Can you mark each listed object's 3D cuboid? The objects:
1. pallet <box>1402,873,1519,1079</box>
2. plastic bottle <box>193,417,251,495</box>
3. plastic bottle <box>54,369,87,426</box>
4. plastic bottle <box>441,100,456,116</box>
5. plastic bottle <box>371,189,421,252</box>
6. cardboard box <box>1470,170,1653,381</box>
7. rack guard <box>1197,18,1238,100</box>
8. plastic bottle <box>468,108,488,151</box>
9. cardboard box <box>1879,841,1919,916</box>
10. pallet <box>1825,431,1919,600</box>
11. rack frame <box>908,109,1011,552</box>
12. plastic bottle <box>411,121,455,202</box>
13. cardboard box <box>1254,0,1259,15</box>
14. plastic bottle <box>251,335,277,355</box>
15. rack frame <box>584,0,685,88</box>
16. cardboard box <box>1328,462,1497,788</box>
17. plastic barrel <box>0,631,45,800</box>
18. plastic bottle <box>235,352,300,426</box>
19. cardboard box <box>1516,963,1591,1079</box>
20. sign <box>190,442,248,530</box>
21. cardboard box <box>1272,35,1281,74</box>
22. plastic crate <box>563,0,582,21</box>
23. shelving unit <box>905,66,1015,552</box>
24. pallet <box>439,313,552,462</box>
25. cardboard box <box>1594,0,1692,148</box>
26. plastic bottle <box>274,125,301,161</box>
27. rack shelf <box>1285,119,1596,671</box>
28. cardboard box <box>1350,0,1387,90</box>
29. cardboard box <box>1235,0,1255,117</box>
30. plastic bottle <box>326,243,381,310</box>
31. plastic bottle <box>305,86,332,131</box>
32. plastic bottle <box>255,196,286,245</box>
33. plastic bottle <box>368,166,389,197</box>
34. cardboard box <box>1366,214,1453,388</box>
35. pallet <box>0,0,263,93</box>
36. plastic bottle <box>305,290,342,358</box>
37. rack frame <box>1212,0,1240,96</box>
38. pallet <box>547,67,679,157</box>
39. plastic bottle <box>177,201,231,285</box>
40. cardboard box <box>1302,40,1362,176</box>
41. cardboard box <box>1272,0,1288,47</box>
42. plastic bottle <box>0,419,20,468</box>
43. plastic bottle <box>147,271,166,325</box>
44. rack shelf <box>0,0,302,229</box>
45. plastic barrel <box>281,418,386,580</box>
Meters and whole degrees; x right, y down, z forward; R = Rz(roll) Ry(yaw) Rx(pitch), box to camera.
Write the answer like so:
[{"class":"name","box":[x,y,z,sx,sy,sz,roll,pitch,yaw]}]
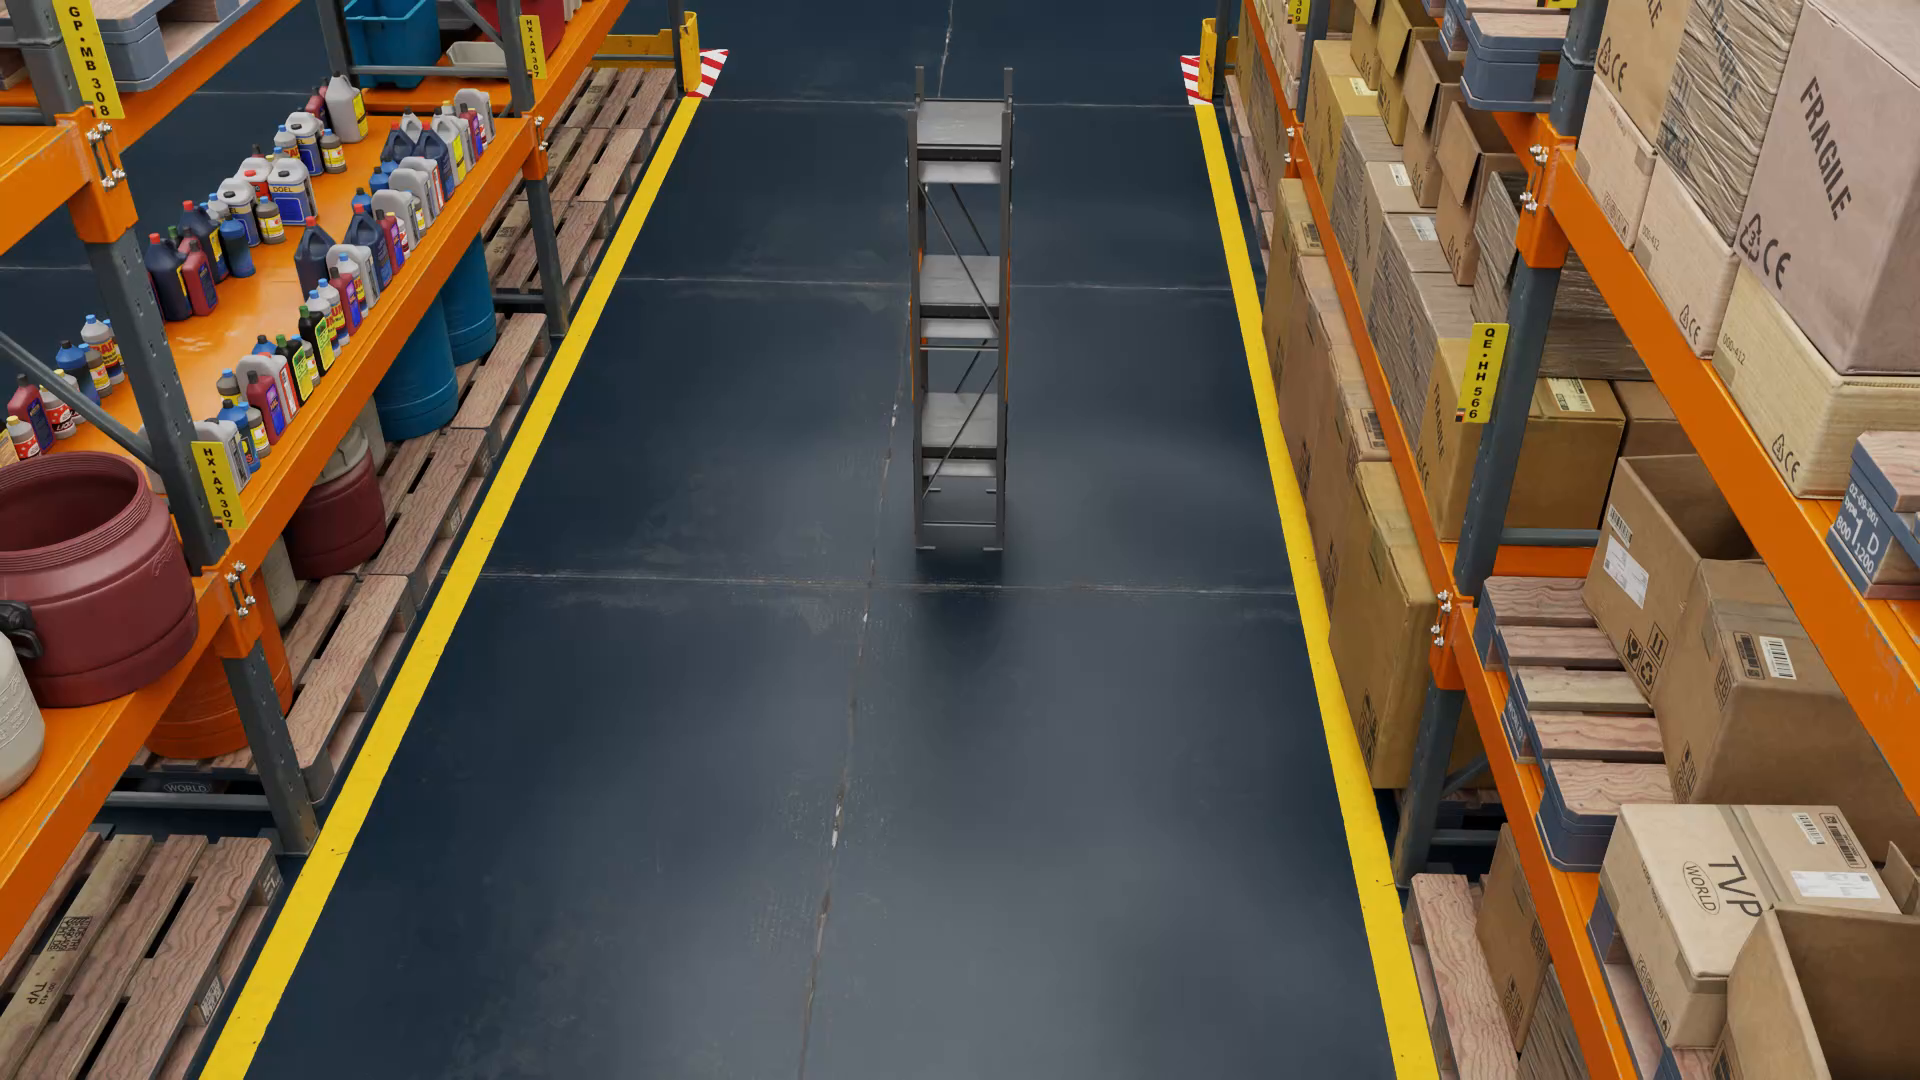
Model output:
[{"class":"pallet","box":[2.033,1.593,5.299,1.003,0.211,1.213,1,35,2]},{"class":"plastic bottle","box":[-2.543,-0.301,5.678,0.152,0.276,0.135,1,35,2]},{"class":"plastic bottle","box":[-3.257,-0.526,6.063,0.097,0.201,0.097,0,35,0]},{"class":"plastic bottle","box":[-2.541,-2.086,8.282,0.097,0.201,0.097,0,35,0]},{"class":"plastic bottle","box":[-2.465,-1.414,7.261,0.152,0.276,0.135,1,35,2]},{"class":"cardboard box","box":[2.112,-0.867,5.416,0.797,0.503,0.637,2,35,3]},{"class":"rack guard","box":[2.388,-3.584,12.415,1.175,0.500,0.348,1,35,2]},{"class":"plastic bottle","box":[-2.392,-2.027,8.198,0.097,0.201,0.097,0,35,0]},{"class":"cardboard box","box":[2.269,0.851,3.682,0.396,0.266,0.258,0,35,1]},{"class":"pallet","box":[2.075,0.203,2.407,1.213,0.211,1.003,1,35,2]},{"class":"rack frame","box":[-0.003,-0.814,7.082,0.400,2.100,0.015,1,35,2]},{"class":"plastic bottle","box":[-2.440,-1.747,7.670,0.144,0.351,0.185,1,35,2]},{"class":"cardboard box","box":[1.974,-3.259,9.997,0.380,0.149,0.250,2,35,3]},{"class":"plastic bottle","box":[-2.553,-0.633,6.153,0.097,0.271,0.097,0,35,0]},{"class":"rack frame","box":[-2.562,-4.707,11.839,1.000,3.000,0.127,1,35,2]},{"class":"cardboard box","box":[2.114,0.305,6.190,1.225,0.875,0.875,0,35,0]},{"class":"plastic barrel","box":[-2.711,0.439,4.419,0.421,0.512,0.421,0,35,0]},{"class":"plastic bottle","box":[-2.524,-0.567,6.056,0.152,0.276,0.135,1,35,2]},{"class":"cardboard box","box":[2.050,1.551,4.726,0.700,0.500,0.500,-1,35,-2]},{"class":"sign","box":[-2.333,-0.169,5.240,0.100,0.325,0.005,1,35,2]},{"class":"cardboard box","box":[1.932,-2.670,9.159,0.380,0.149,0.250,1,35,1]},{"class":"plastic crate","box":[-2.477,-3.258,9.828,0.437,0.282,0.530,1,35,2]},{"class":"shelving unit","box":[0.007,-0.954,7.282,0.431,2.100,0.503,1,35,2]},{"class":"pallet","box":[-2.795,-0.826,8.741,1.003,0.211,1.213,1,35,2]},{"class":"cardboard box","box":[1.790,-1.205,3.725,0.500,0.500,0.500,2,35,2]},{"class":"plastic bottle","box":[-3.168,-1.823,7.847,0.097,0.271,0.097,0,35,0]},{"class":"rack shelf","box":[2.146,-0.851,6.978,1.077,0.370,4.000,1,35,2]},{"class":"cardboard box","box":[2.209,-2.379,7.567,0.797,0.503,0.637,0,35,1]},{"class":"cardboard box","box":[2.442,-3.526,11.641,0.875,0.875,0.875,1,35,2]},{"class":"plastic bottle","box":[-2.487,-1.098,6.812,0.152,0.276,0.135,1,35,2]},{"class":"plastic bottle","box":[-3.169,-2.084,8.208,0.061,0.283,0.133,1,35,2]},{"class":"plastic bottle","box":[-3.043,-1.413,7.325,0.097,0.201,0.097,0,35,0]},{"class":"plastic bottle","box":[-2.581,-1.538,7.441,0.097,0.271,0.097,0,35,0]},{"class":"cardboard box","box":[1.882,-0.911,6.351,0.500,0.500,0.500,0,35,0]},{"class":"pallet","box":[-2.755,-1.698,5.113,1.003,0.211,1.213,1,35,2]},{"class":"plastic bottle","box":[-2.477,-0.840,6.449,0.097,0.271,0.097,0,35,0]},{"class":"rack frame","box":[2.387,-4.593,11.676,1.000,3.000,0.127,1,35,2]},{"class":"pallet","box":[-2.634,-3.093,11.968,1.003,0.211,1.213,1,35,2]},{"class":"plastic bottle","box":[-3.186,-1.263,6.981,0.144,0.351,0.185,1,35,2]},{"class":"cardboard box","box":[1.958,-2.077,8.010,0.500,0.500,0.500,1,35,2]},{"class":"cardboard box","box":[2.000,-2.912,9.157,0.500,0.250,0.500,2,35,3]},{"class":"plastic bottle","box":[-3.293,-0.305,5.677,0.061,0.283,0.133,1,35,2]},{"class":"plastic bottle","box":[-3.247,-0.962,6.612,0.061,0.283,0.133,1,35,2]},{"class":"rack shelf","box":[-2.803,-2.193,6.278,1.077,0.370,4.000,1,35,2]},{"class":"plastic barrel","box":[-2.835,-0.226,7.195,0.600,0.588,0.708,1,35,2]}]
